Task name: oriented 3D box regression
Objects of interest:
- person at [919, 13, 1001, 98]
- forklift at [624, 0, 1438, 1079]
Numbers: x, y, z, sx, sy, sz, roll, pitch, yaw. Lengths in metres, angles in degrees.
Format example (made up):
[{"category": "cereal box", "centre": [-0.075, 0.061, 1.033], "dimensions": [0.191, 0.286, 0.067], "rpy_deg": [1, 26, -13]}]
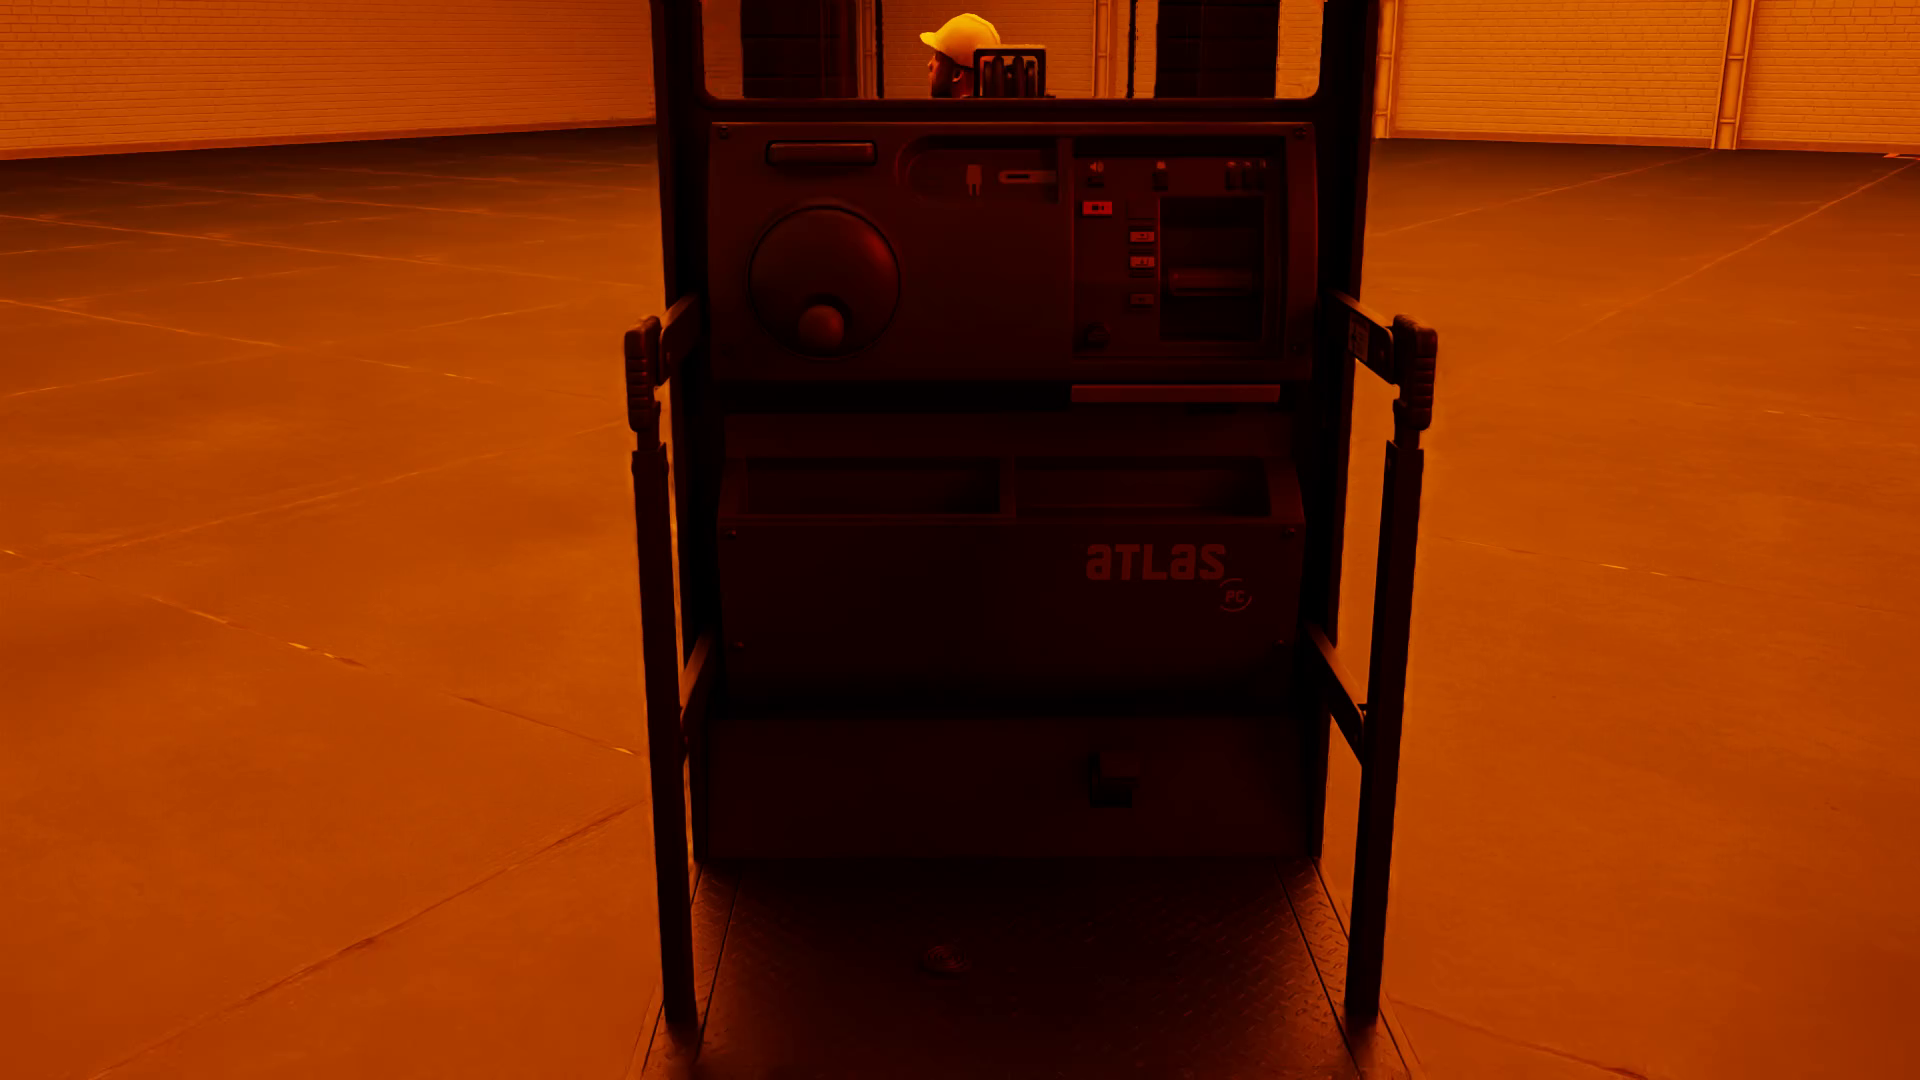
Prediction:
[{"category": "person", "centre": [-0.059, -0.880, 5.743], "dimensions": [0.564, 1.787, 0.638], "rpy_deg": [11, 20, 33]}, {"category": "forklift", "centre": [0.085, -0.454, 2.350], "dimensions": [1.130, 2.935, 3.031], "rpy_deg": [0, 17, -1]}]
